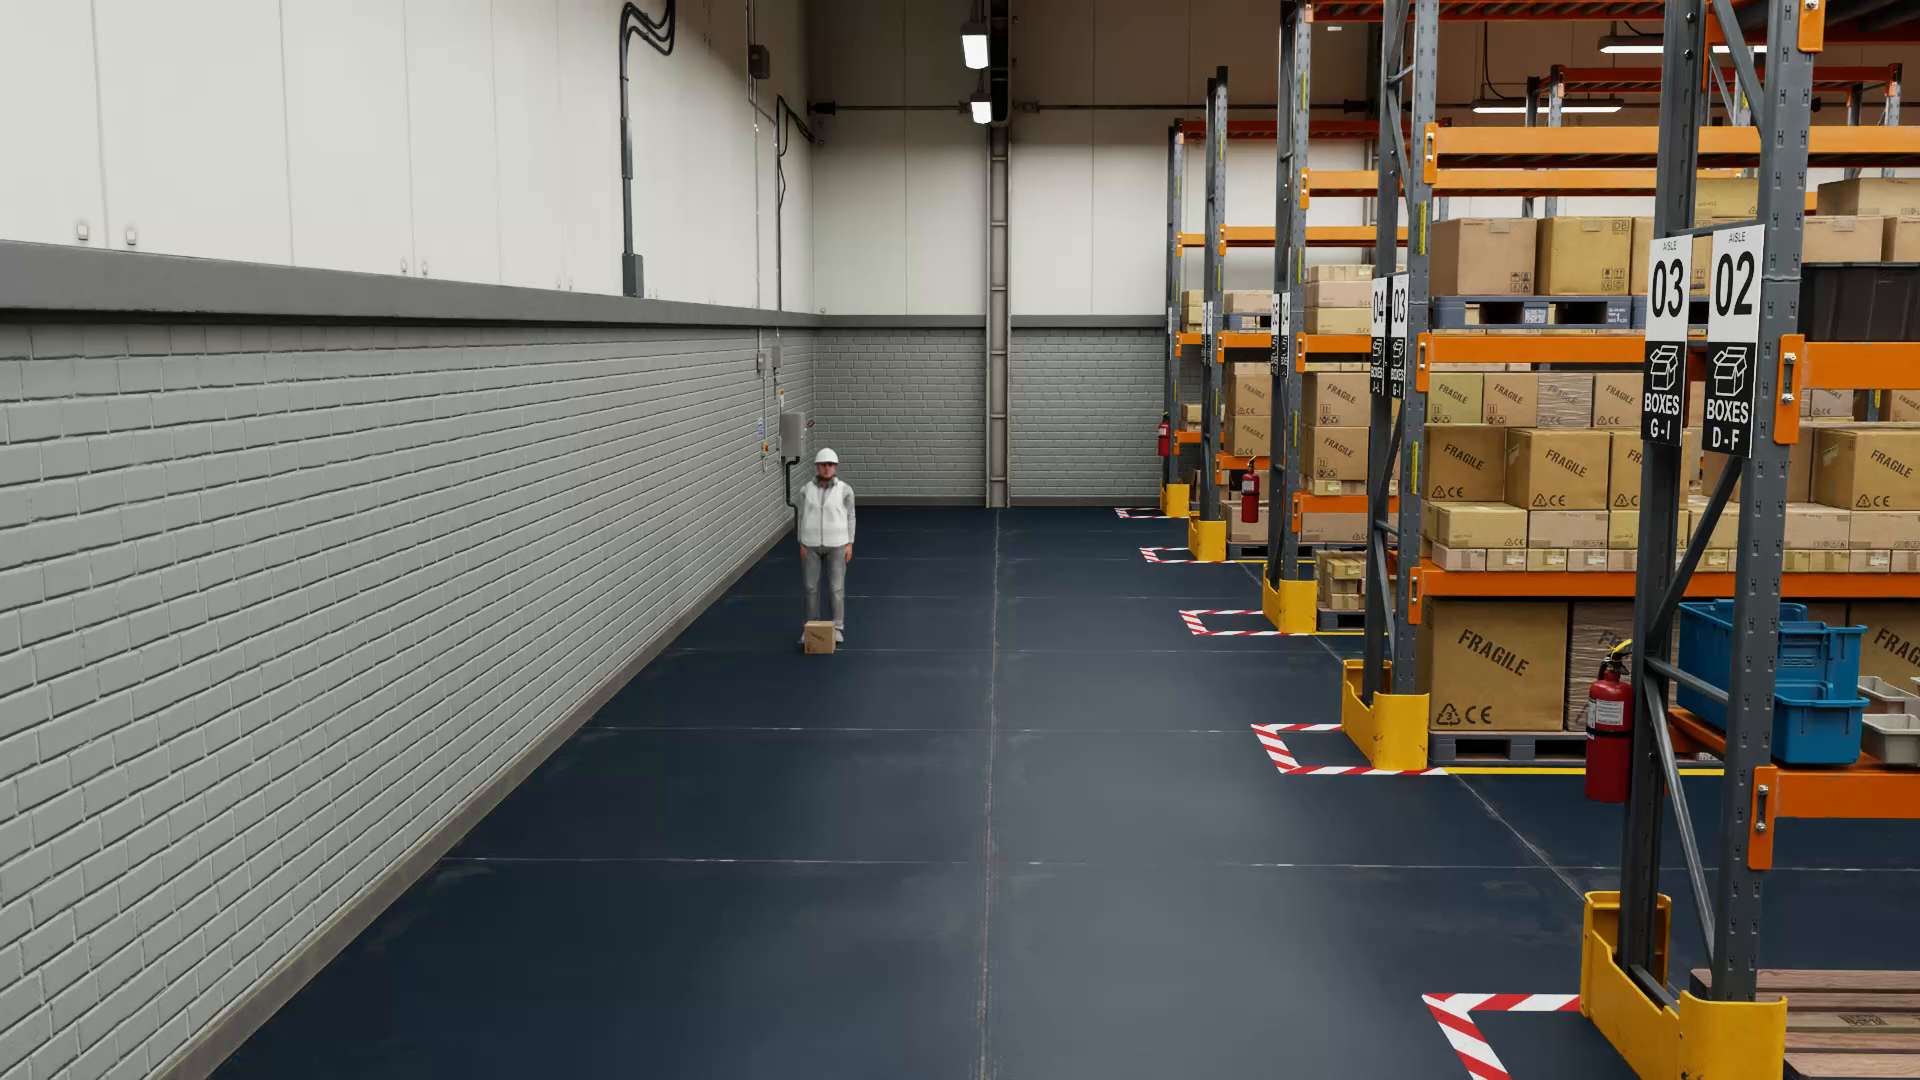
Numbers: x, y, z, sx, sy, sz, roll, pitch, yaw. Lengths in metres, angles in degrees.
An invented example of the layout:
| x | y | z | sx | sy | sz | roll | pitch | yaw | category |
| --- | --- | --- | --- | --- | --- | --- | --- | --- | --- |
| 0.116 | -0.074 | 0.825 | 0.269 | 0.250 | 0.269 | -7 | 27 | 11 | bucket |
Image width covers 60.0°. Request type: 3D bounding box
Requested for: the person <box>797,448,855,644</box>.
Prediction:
| x | y | z | sx | sy | sz | roll | pitch | yaw | category |
| --- | --- | --- | --- | --- | --- | --- | --- | --- | --- |
| -1.225 | 0.055 | 15.233 | 0.533 | 1.787 | 0.357 | 0 | 7 | 2 | person |
